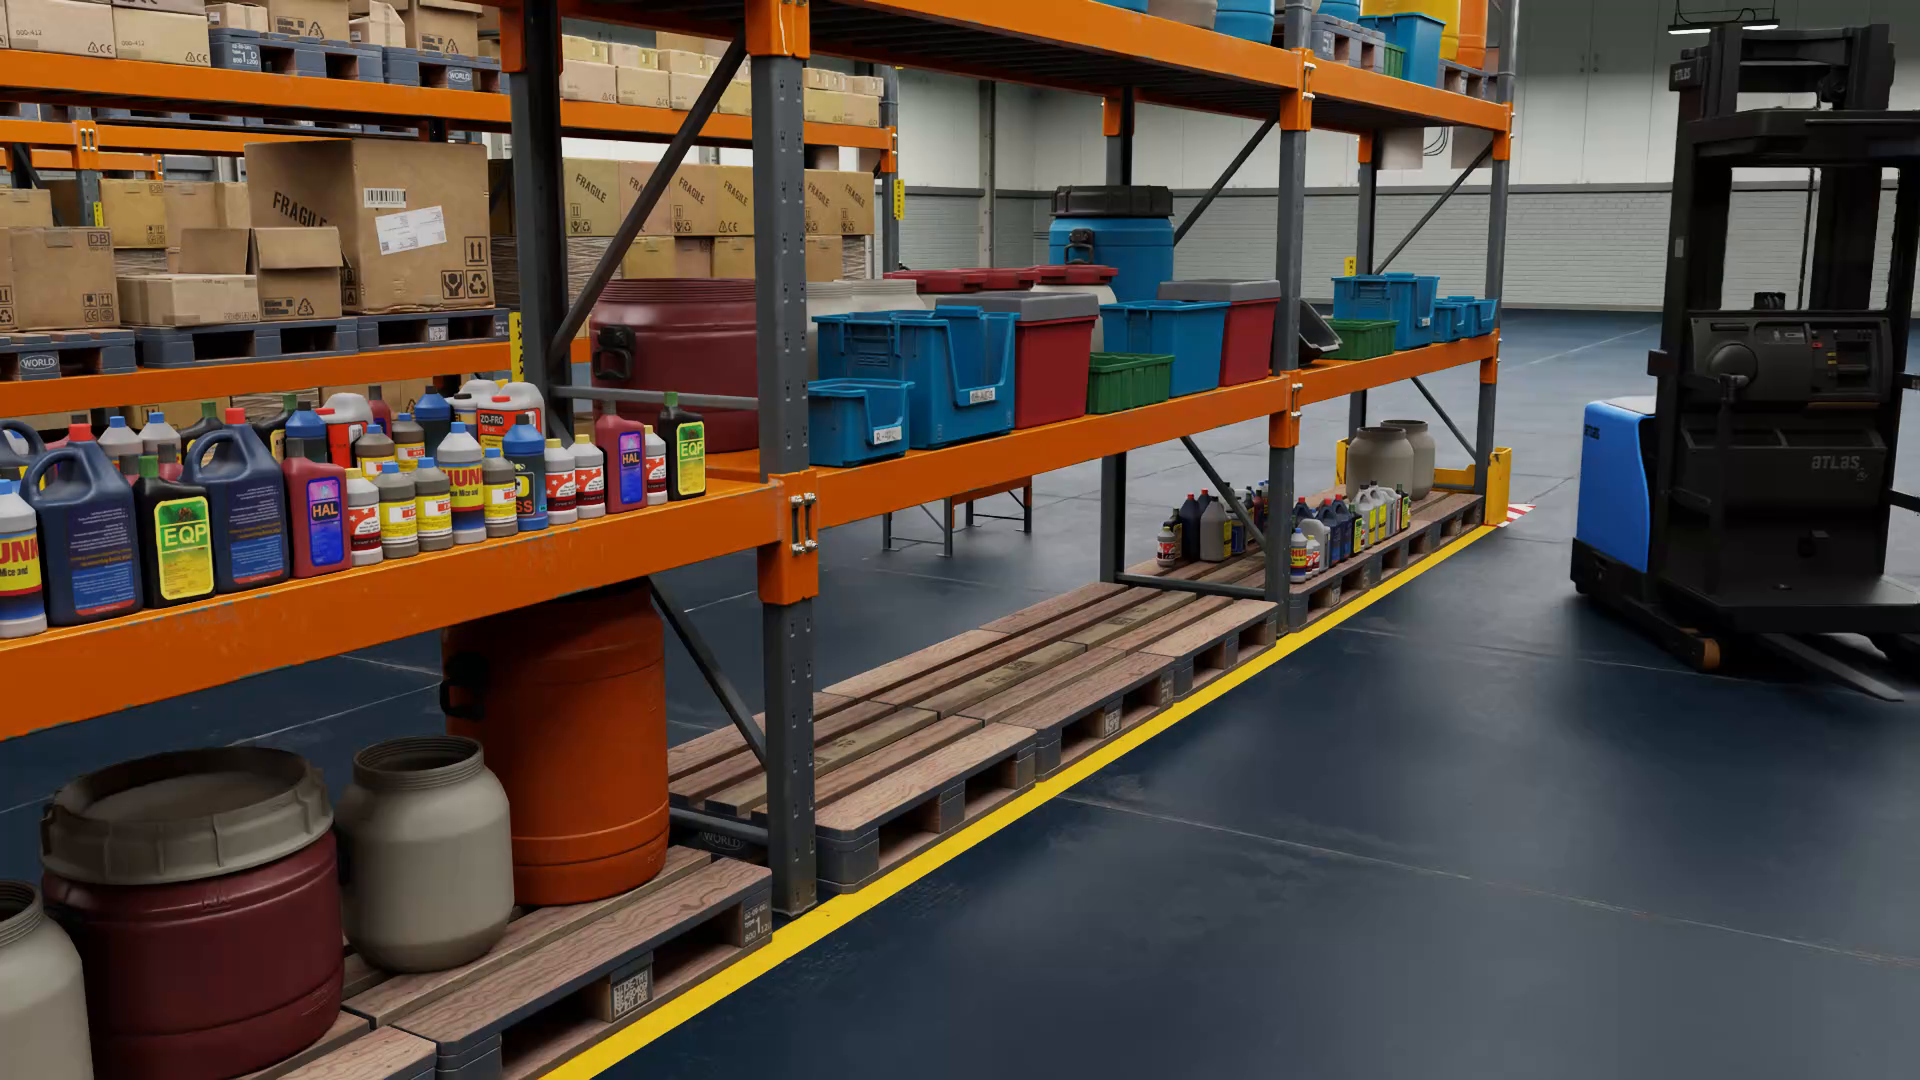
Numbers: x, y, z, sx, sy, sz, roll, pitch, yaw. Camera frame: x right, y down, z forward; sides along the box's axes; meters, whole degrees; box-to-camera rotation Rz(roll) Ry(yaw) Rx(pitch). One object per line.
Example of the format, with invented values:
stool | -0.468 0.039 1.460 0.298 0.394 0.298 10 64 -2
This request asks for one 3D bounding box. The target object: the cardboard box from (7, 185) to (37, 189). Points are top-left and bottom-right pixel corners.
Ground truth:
cardboard box | -9.961 -3.507 17.655 0.700 0.500 0.500 6 12 30

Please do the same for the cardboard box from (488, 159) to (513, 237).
cardboard box | -3.045 -2.299 11.199 0.500 0.500 0.500 6 12 31

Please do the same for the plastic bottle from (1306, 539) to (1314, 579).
plastic bottle | 1.783 0.093 8.628 0.097 0.201 0.097 0 11 0

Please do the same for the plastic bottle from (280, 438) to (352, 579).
plastic bottle | -1.326 -0.071 3.414 0.061 0.283 0.133 6 12 31

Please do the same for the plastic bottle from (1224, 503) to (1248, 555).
plastic bottle | 1.517 -0.068 9.286 0.152 0.276 0.135 6 12 31

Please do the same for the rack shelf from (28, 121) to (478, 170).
rack shelf | -6.192 -3.440 14.895 1.077 0.370 4.000 6 12 31

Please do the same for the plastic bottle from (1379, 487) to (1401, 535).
plastic bottle | 2.533 -0.180 9.887 0.152 0.276 0.135 6 12 31

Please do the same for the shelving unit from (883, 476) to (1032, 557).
shelving unit | -0.004 -0.552 10.759 0.538 1.125 1.048 6 12 31

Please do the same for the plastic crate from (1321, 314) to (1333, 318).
plastic crate | 2.527 -1.431 11.078 0.298 0.136 0.250 6 12 31

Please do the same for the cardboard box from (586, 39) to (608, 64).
cardboard box | -2.531 -3.182 10.884 0.380 0.149 0.250 6 12 28

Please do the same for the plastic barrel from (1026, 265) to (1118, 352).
plastic barrel | 0.506 -0.979 7.577 0.433 0.535 0.433 0 11 0

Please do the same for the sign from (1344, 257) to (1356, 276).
sign | 2.799 -1.860 11.900 0.100 0.325 0.005 6 12 31

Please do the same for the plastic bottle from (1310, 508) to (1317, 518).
plastic bottle | 1.936 -0.038 9.142 0.097 0.271 0.097 0 11 0

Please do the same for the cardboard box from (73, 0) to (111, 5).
cardboard box | -4.390 -2.784 7.805 0.500 0.500 0.500 6 12 31

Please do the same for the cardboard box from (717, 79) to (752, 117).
cardboard box | -1.786 -3.206 12.100 0.500 0.250 0.500 6 12 30

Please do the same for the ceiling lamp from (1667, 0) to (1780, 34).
ceiling lamp | 15.166 -11.635 32.700 2.000 3.185 0.800 6 12 31

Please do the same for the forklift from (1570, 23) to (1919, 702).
forklift | 3.917 -0.886 7.635 1.130 2.935 3.031 0 11 1

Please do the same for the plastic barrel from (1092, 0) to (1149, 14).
plastic barrel | 0.432 -2.456 6.322 0.600 0.901 0.708 6 12 31

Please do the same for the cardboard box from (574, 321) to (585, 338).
cardboard box | -2.675 -1.396 10.859 0.380 0.149 0.250 6 12 31

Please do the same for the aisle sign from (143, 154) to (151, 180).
aisle sign | -9.156 -4.351 18.891 0.394 0.787 0.004 6 12 31

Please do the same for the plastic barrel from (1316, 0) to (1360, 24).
plastic barrel | 1.798 -3.115 8.702 0.600 0.901 0.708 6 12 31

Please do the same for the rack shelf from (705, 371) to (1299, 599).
rack shelf | 0.152 -0.374 6.667 1.077 0.370 4.000 6 12 31

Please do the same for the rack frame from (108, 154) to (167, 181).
rack frame | -9.436 -3.091 19.226 1.000 3.000 0.127 6 12 31

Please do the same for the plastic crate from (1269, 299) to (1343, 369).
plastic crate | 1.570 -1.081 8.662 0.767 0.338 0.504 6 12 31

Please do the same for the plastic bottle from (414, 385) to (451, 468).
plastic bottle | -1.471 -0.297 4.651 0.097 0.271 0.097 0 11 0

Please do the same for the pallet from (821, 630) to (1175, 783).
pallet | 0.183 0.649 6.829 1.003 0.211 1.213 6 12 31

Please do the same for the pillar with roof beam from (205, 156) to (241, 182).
pillar with roof beam | -8.018 -7.022 23.923 9.100 9.000 0.400 6 12 31

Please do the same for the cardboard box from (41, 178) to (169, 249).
cardboard box | -7.009 -2.664 13.604 0.875 0.550 0.550 6 12 31

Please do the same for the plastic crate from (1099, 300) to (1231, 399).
plastic crate | 0.883 -0.831 7.197 0.392 0.384 0.575 6 12 31

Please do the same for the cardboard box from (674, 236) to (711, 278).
cardboard box | -2.294 -1.939 11.992 0.875 0.500 0.500 6 12 31

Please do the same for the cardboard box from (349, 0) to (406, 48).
cardboard box | -3.446 -2.972 9.666 0.396 0.266 0.258 7 13 33

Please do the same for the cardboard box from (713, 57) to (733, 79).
cardboard box | -1.862 -3.386 11.974 0.380 0.149 0.250 7 13 32

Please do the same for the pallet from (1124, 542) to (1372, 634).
pallet | 1.574 0.227 9.081 1.003 0.211 1.213 6 12 31

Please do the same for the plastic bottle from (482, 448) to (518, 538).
plastic bottle | -1.079 -0.112 3.855 0.097 0.201 0.097 0 11 0

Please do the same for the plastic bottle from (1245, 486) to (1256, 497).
plastic bottle | 1.724 -0.189 9.946 0.097 0.271 0.097 0 11 0

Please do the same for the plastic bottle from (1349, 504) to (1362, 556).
plastic bottle | 2.183 -0.062 9.233 0.061 0.283 0.133 7 13 33

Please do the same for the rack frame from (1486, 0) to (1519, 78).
rack frame | 3.267 -4.620 11.089 1.000 3.000 0.127 6 12 31

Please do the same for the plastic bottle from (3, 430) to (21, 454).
plastic bottle | -2.108 -0.096 3.569 0.152 0.276 0.135 6 12 31

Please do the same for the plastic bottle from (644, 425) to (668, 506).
plastic bottle | -0.808 -0.194 4.294 0.097 0.201 0.097 0 11 0

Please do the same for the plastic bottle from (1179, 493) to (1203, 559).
plastic bottle | 1.278 -0.085 9.173 0.144 0.351 0.185 6 12 29

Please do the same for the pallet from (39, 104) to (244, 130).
pallet | -6.796 -3.563 13.839 1.003 0.211 1.213 6 12 31

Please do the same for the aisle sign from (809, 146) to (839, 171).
aisle sign | -1.191 -3.460 14.135 0.394 0.787 0.004 6 12 31

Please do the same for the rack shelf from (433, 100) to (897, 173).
rack shelf | -2.005 -2.950 12.279 1.077 0.370 4.000 6 12 31

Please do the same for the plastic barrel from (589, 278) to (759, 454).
plastic barrel | -0.905 -0.581 5.453 0.600 0.536 0.708 6 12 31

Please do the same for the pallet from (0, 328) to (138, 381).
pallet | -4.841 -0.914 8.119 1.213 0.211 1.003 6 12 31

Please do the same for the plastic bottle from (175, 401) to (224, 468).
plastic bottle | -1.856 -0.192 4.061 0.061 0.283 0.133 6 12 31

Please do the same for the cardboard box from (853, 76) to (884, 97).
cardboard box | -0.844 -3.667 13.478 0.380 0.149 0.250 6 12 31

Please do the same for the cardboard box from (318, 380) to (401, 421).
cardboard box | -5.904 -1.544 15.598 0.875 0.875 0.875 6 12 30

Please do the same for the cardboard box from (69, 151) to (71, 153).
cardboard box | -9.651 -4.278 18.099 0.380 0.149 0.250 7 13 32

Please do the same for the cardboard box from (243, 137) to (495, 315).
cardboard box | -3.575 -1.905 10.119 1.000 1.000 1.000 6 12 31

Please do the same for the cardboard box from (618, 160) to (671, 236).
cardboard box | -2.334 -2.327 11.349 0.500 0.500 0.500 6 12 31

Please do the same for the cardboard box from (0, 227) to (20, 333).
cardboard box | -4.874 -1.230 7.875 0.500 0.500 0.500 5 12 24
